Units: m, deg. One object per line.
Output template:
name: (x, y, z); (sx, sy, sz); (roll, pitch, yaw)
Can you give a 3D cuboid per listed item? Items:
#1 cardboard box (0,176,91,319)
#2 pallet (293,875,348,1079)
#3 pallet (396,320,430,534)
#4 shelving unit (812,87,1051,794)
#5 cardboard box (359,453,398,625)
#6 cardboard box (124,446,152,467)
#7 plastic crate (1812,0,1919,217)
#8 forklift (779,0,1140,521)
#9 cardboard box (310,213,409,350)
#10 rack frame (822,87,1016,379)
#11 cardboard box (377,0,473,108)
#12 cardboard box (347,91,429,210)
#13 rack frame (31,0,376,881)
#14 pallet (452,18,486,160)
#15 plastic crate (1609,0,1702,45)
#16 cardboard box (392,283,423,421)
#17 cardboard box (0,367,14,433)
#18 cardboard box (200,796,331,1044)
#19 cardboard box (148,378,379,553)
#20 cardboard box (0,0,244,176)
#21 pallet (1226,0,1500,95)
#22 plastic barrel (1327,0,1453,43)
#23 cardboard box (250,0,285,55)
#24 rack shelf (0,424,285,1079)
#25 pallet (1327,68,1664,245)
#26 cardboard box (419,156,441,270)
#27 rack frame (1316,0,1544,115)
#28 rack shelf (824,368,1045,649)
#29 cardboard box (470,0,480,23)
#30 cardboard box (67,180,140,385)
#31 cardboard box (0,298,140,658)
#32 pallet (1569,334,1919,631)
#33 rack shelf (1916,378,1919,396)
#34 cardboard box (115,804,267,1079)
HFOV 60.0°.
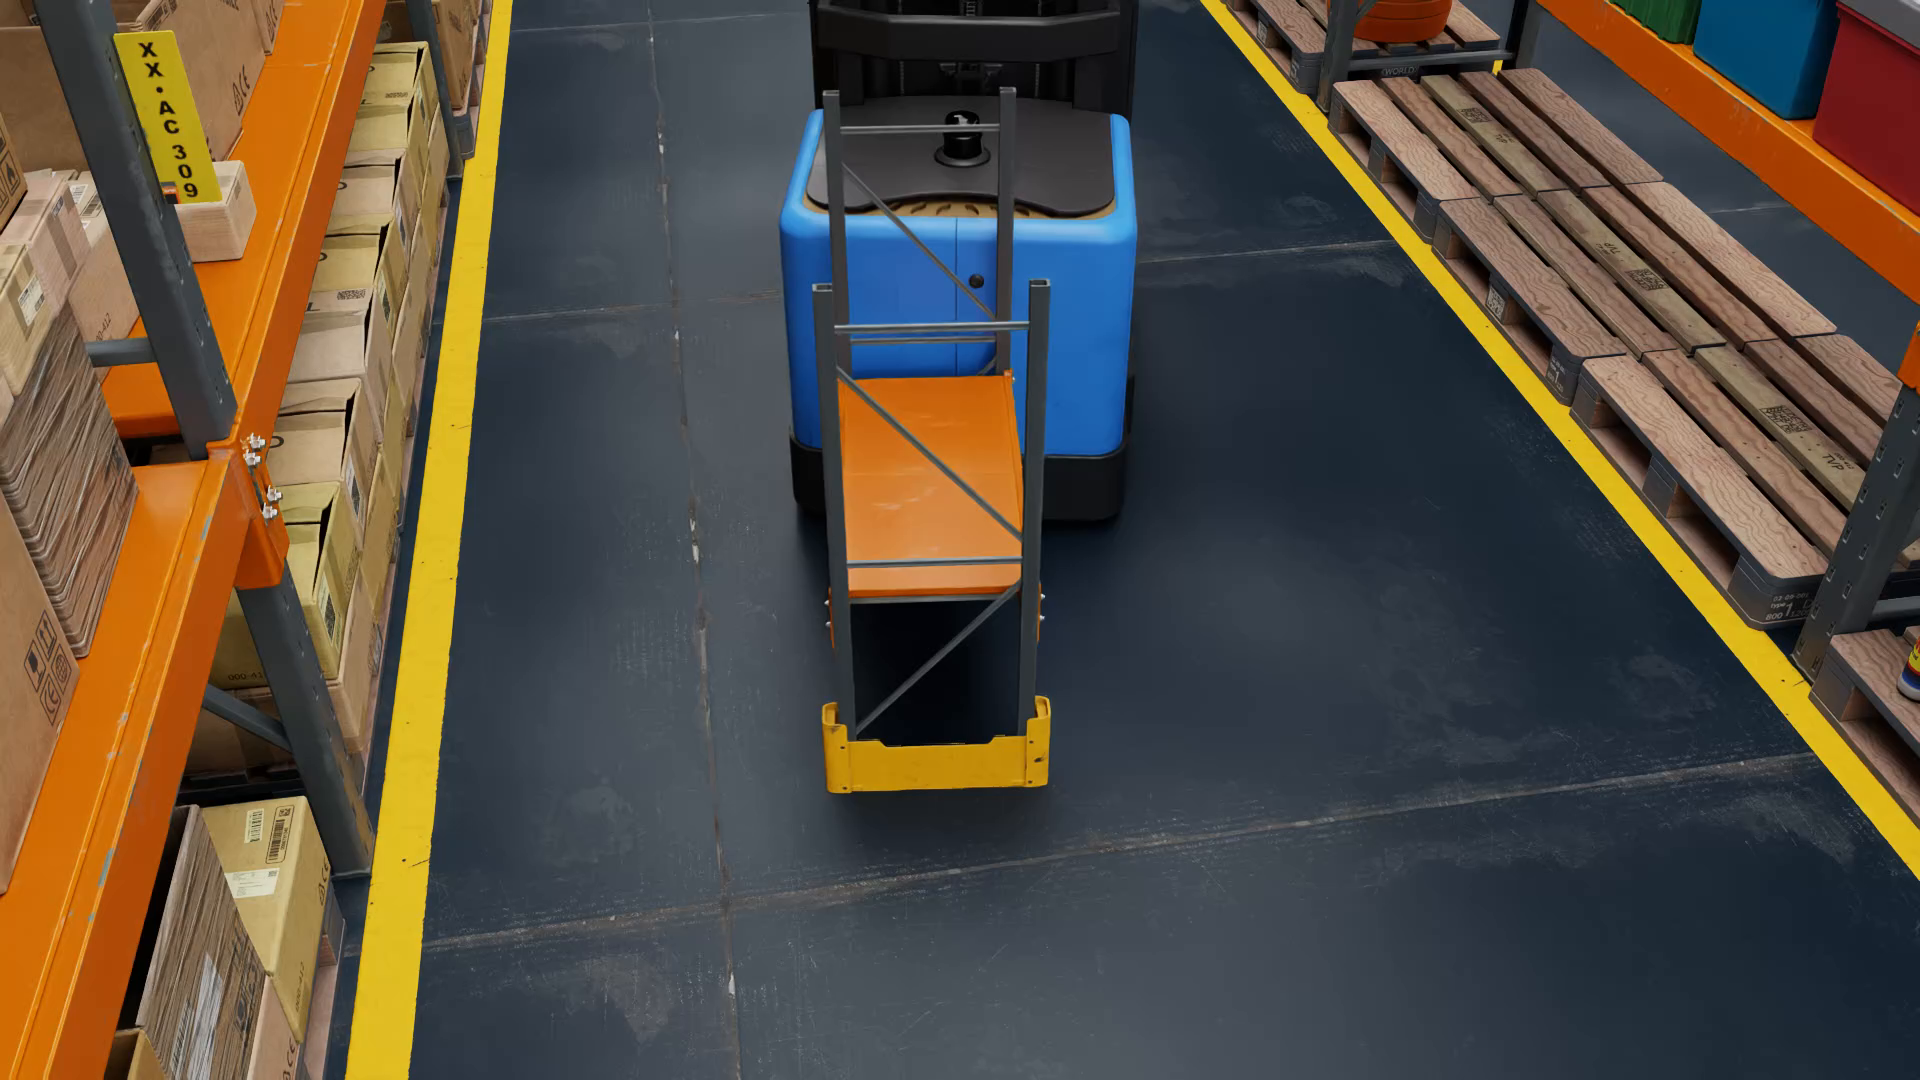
cardboard box: (-1.720, -0.482, 2.815); (0.380, 0.149, 0.250); (-6, 38, -8)
pallet: (-1.880, 1.259, 3.457); (1.003, 0.211, 1.213); (-6, 38, -8)
pallet: (-2.363, -0.405, 5.599); (1.003, 0.211, 1.213); (-6, 38, -8)
shelving unit: (-0.083, -0.262, 4.364); (0.587, 1.500, 1.083); (-2, 38, -2)
cardboard box: (-1.894, 0.014, 4.686); (0.500, 0.250, 0.500); (-5, 38, -7)
cardboard box: (-2.429, -0.156, 4.448); (0.500, 0.311, 0.500); (-5, 38, -7)
plastic crate: (2.513, -1.142, 4.223); (0.402, 0.464, 0.583); (-6, 38, -8)
forklift: (0.058, -2.101, 5.565); (1.130, 2.935, 3.031); (2, 38, 2)
cardboard box: (-2.076, -0.833, 5.320); (0.500, 0.311, 0.500); (-5, 38, -7)
rack frame: (-0.105, -0.568, 4.758); (0.500, 1.500, 0.032); (-2, 38, -2)
cardboard box: (-2.478, -2.235, 7.361); (0.500, 0.500, 0.500); (-5, 38, -6)
cardboard box: (-2.248, -1.442, 6.102); (0.500, 0.311, 0.500); (-7, 38, -9)
rack frame: (-1.978, -0.327, 3.226); (1.000, 3.000, 0.127); (-6, 38, -8)
pallet: (-2.773, -2.097, 7.777); (1.003, 0.211, 1.213); (-6, 38, -8)
plastic crate: (2.316, -1.795, 5.289); (0.450, 0.188, 0.662); (-6, 38, -8)
cardboard box: (-2.075, -0.606, 5.484); (0.500, 0.250, 0.500); (-6, 38, -7)
cardboard box: (-1.630, -0.174, 2.419); (0.380, 0.149, 0.250); (-7, 38, -9)
cardboard box: (-1.682, 0.849, 3.611); (0.500, 0.250, 0.500); (-6, 38, -8)
cardboard box: (-1.888, -0.208, 4.514); (0.500, 0.311, 0.500); (-7, 38, -8)
cardboard box: (-2.189, -1.150, 4.204); (0.500, 0.500, 0.500); (-4, 38, -5)
pallet: (2.018, -2.644, 8.481); (1.003, 0.211, 1.213); (-6, 38, -8)
plastic barrel: (2.095, -2.876, 7.934); (0.600, 0.830, 0.708); (-6, 38, -8)
cardboard box: (-2.369, -1.771, 5.003); (0.500, 0.500, 0.500); (-8, 39, -10)
rack shelf: (-1.628, 1.165, 1.892); (1.077, 0.370, 4.000); (-6, 38, -8)
pallet: (2.295, -1.700, 7.267); (1.003, 0.211, 1.213); (-6, 38, -8)
cardboard box: (-2.254, -1.221, 6.275); (0.500, 0.250, 0.500); (-7, 38, -8)
rack frame: (2.198, -3.274, 7.019); (1.000, 3.000, 0.127); (-6, 38, -8)
rack shelf: (-0.082, -0.114, 4.467); (0.538, 0.185, 1.000); (-2, 38, -2)
cardboard box: (-2.658, -2.855, 8.158); (0.500, 0.500, 0.500); (-7, 38, -9)
cardboard box: (-2.108, -0.561, 3.649); (0.500, 0.250, 0.500); (-4, 38, -5)
cardboard box: (-1.894, -0.099, 2.851); (0.700, 0.500, 0.500); (-7, 38, -9)
pallet: (2.723, -0.227, 5.370); (1.003, 0.211, 1.213); (-6, 38, -8)
rack shelf: (3.249, 0.634, 2.575); (1.077, 0.370, 4.000); (-6, 38, -8)
cardboard box: (-1.606, 0.857, 2.990); (0.500, 0.500, 0.500); (-6, 38, -8)
